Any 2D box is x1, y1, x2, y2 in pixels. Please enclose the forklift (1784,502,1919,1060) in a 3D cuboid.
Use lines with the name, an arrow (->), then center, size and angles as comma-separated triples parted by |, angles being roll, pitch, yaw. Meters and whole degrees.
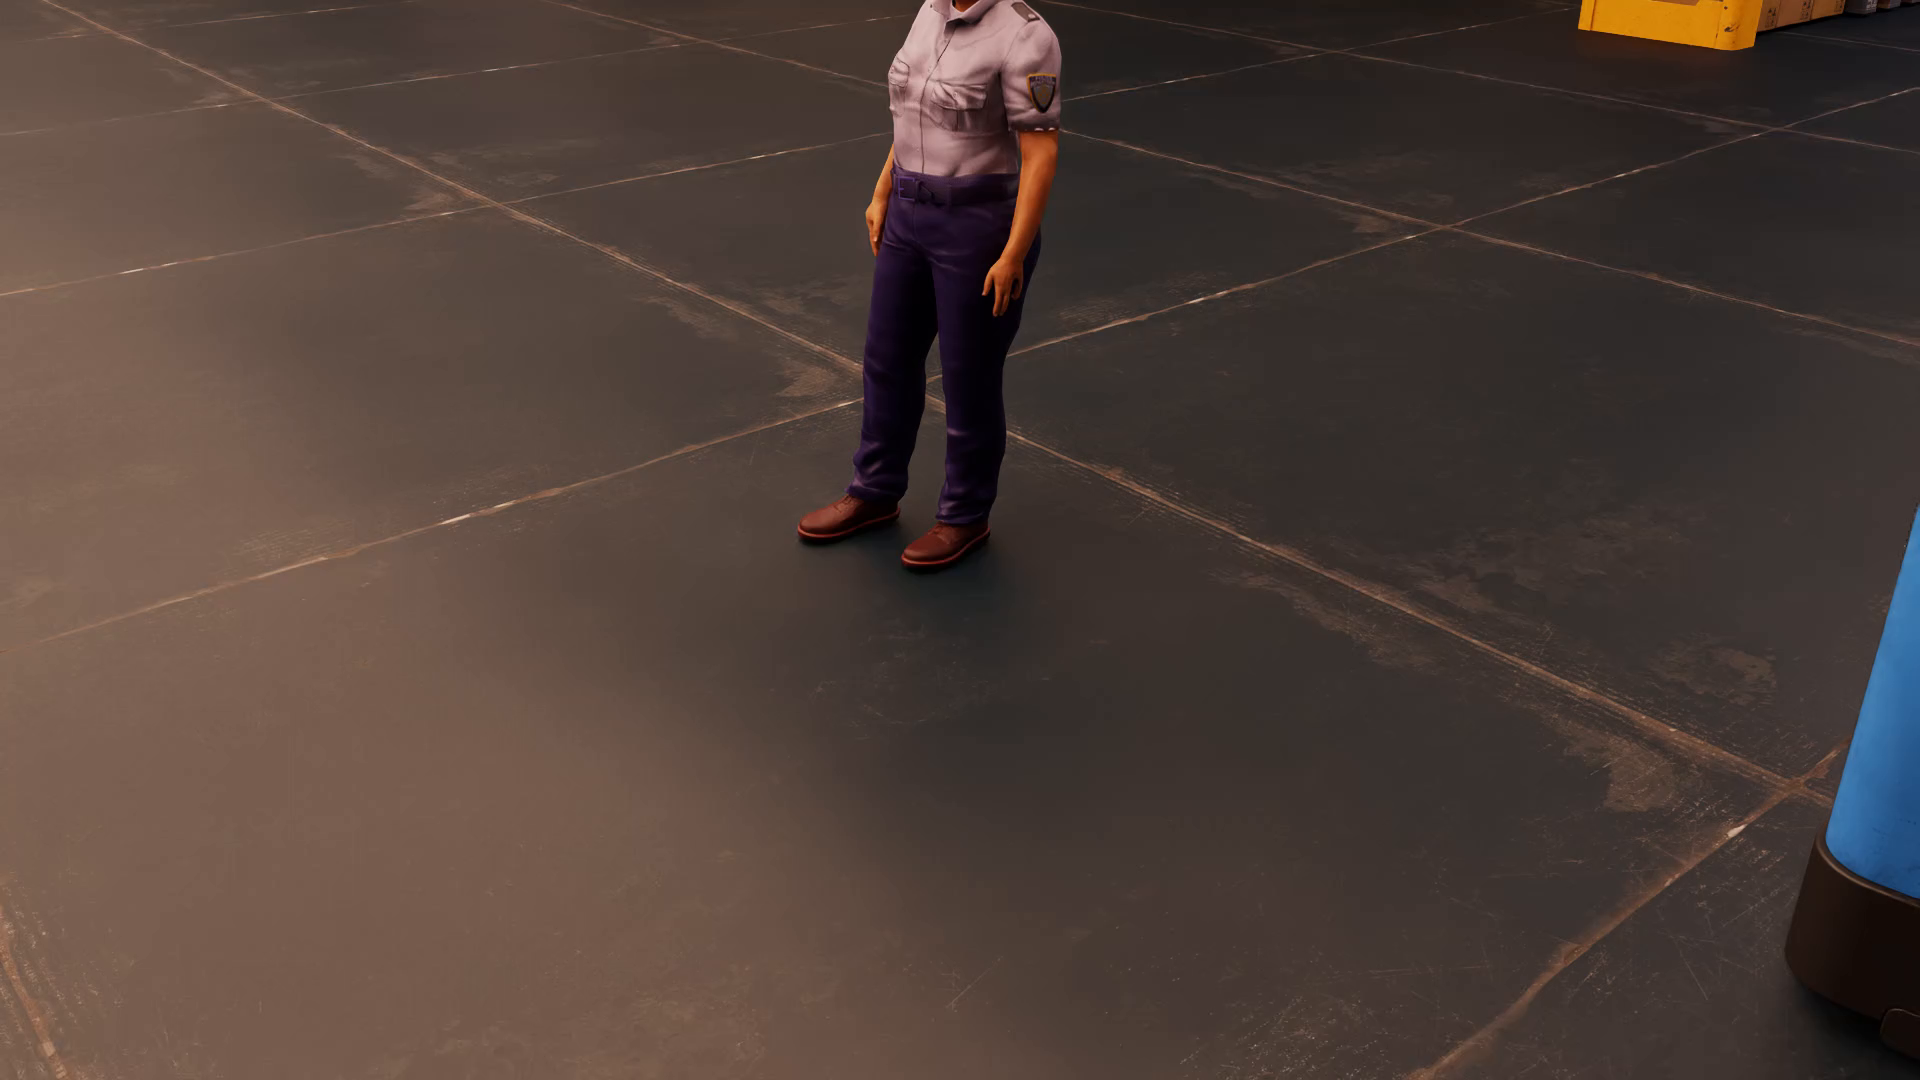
forklift -> 2.870, -0.244, 1.694 | 3.031, 2.935, 1.130 | 21, 33, 36

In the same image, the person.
person -> -0.083, -0.728, 4.096 | 0.503, 1.651, 0.598 | -20, 33, -35
